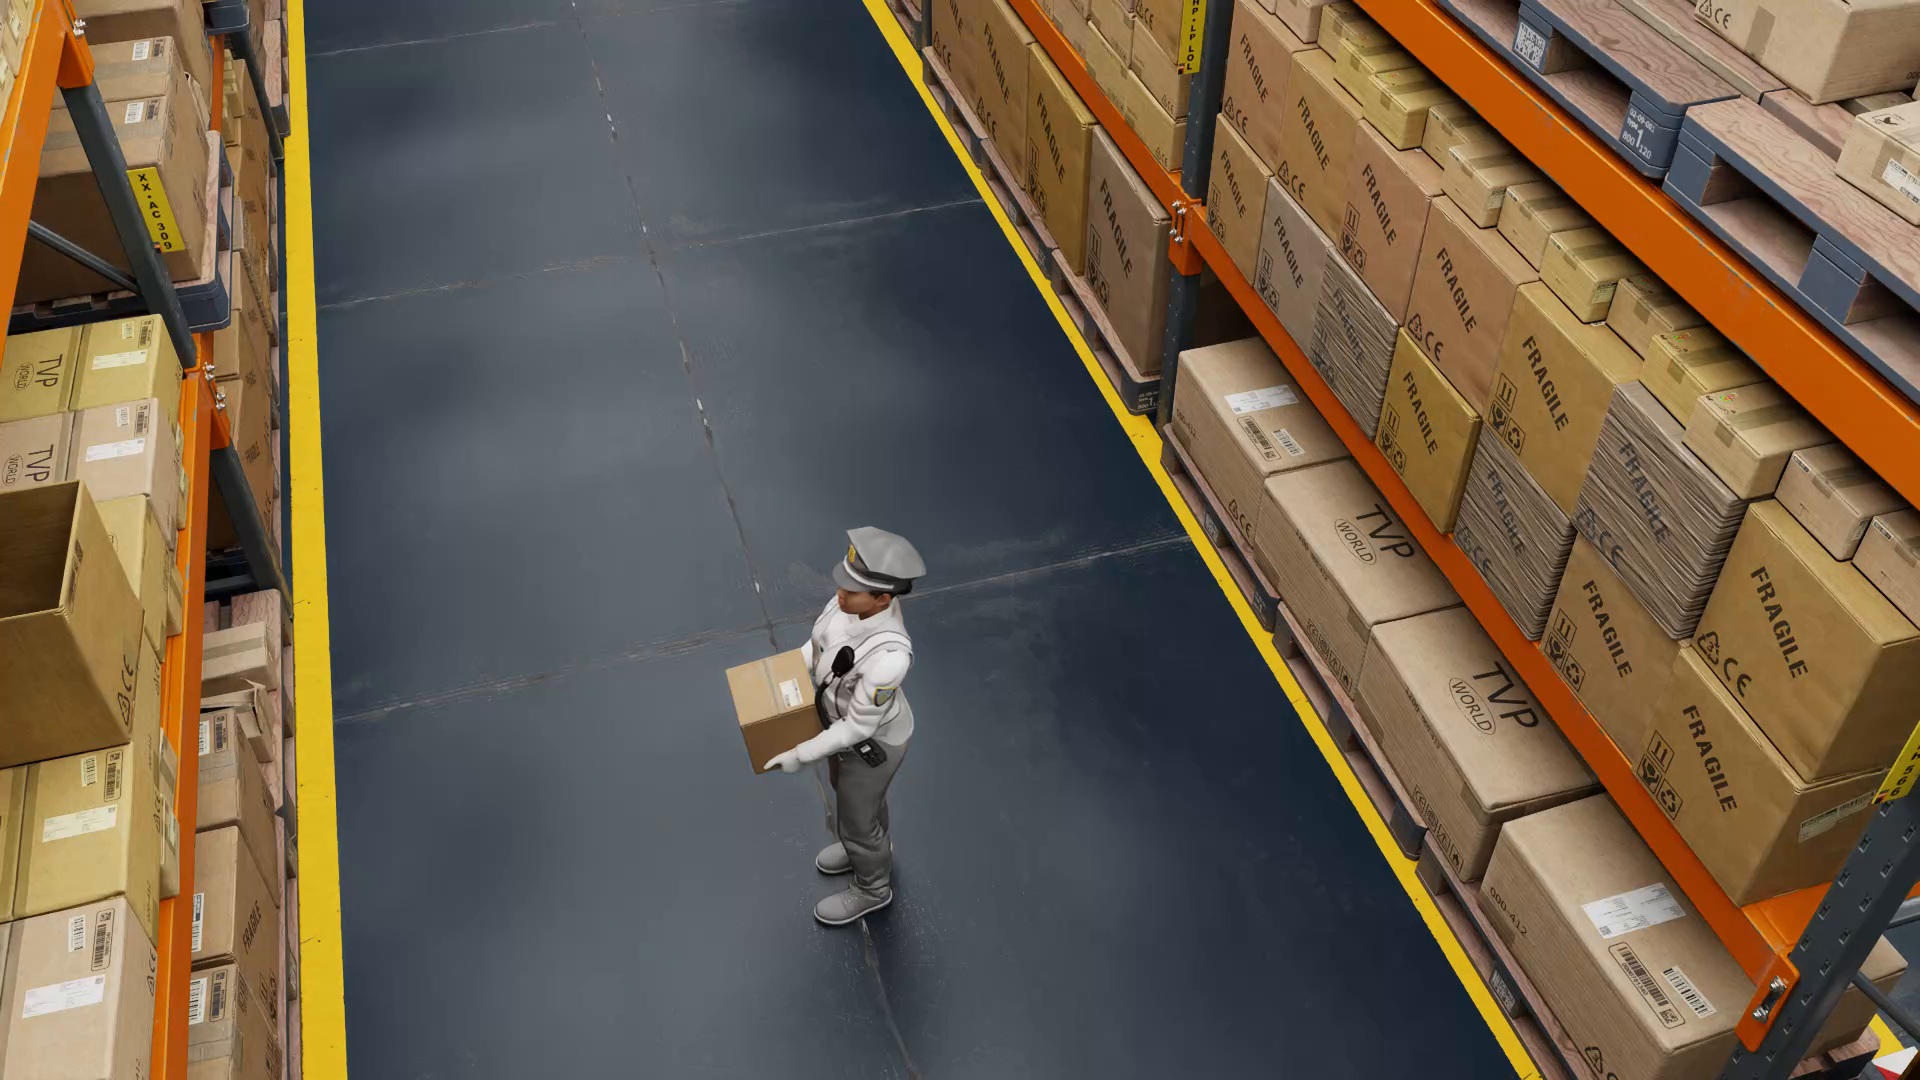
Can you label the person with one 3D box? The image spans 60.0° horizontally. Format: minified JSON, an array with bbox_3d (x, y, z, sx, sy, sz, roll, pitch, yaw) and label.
[{"bbox_3d":[-0.387,0.632,5.453,0.563,1.686,0.459,-11,44,-12],"label":"person"}]
